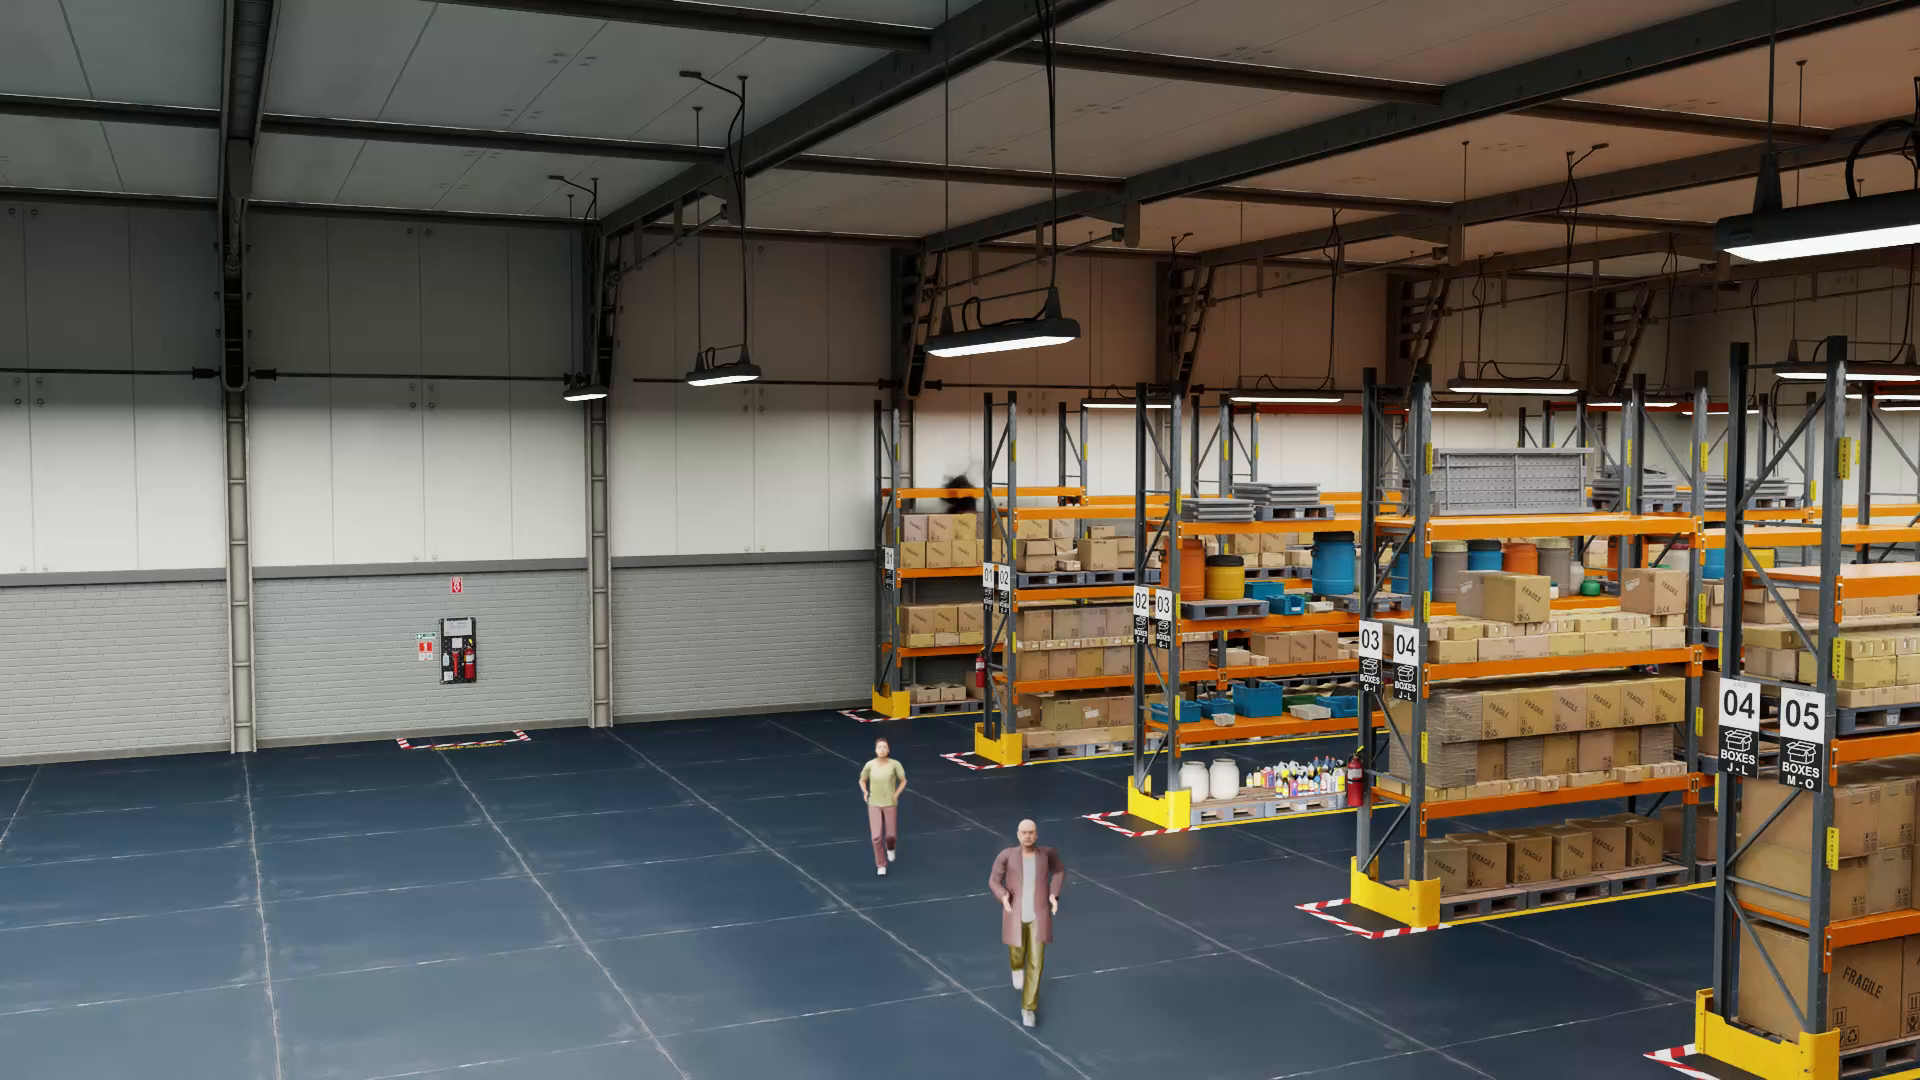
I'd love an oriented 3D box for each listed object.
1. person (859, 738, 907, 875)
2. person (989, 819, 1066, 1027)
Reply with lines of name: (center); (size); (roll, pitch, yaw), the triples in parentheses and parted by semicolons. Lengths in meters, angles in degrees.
person: (-0.935, 3.183, 20.034); (0.578, 1.617, 0.579); (0, 3, 1)
person: (0.615, 3.408, 15.068); (0.709, 1.759, 0.945); (0, 3, 0)
